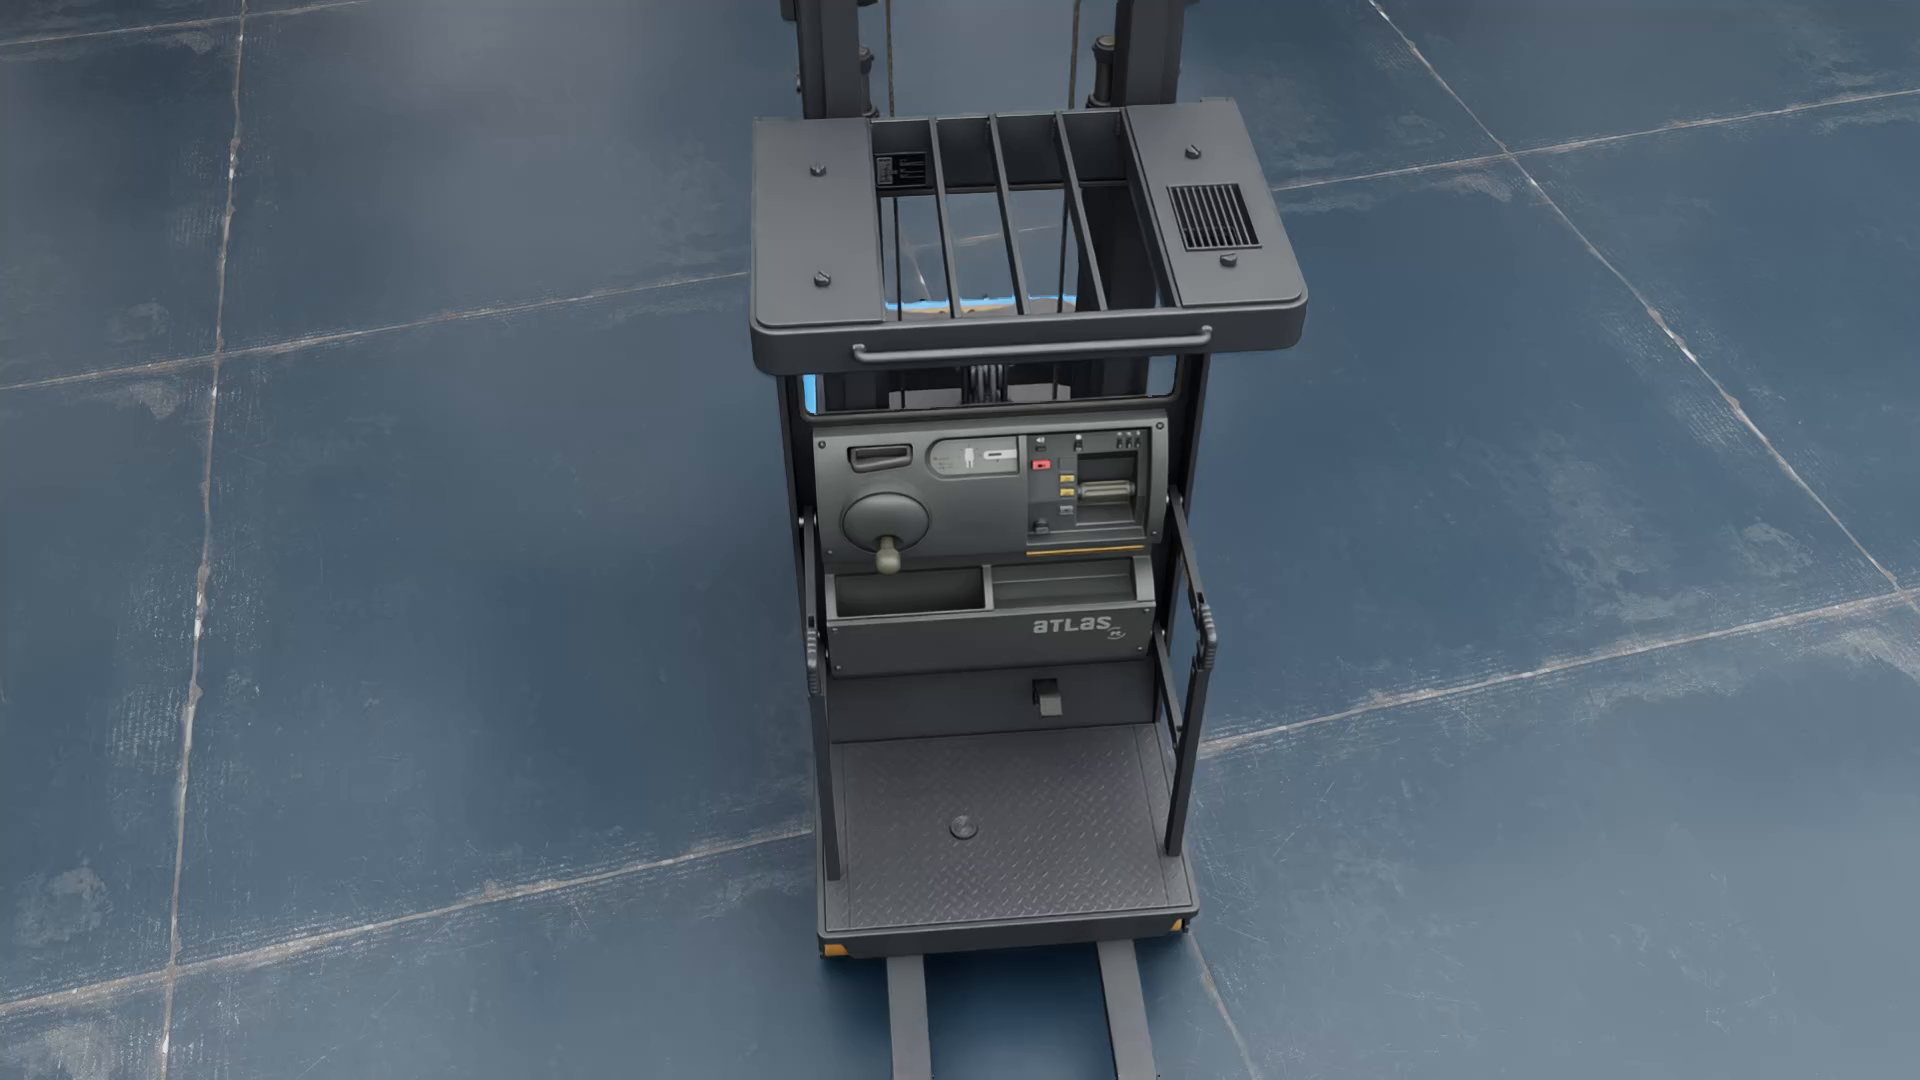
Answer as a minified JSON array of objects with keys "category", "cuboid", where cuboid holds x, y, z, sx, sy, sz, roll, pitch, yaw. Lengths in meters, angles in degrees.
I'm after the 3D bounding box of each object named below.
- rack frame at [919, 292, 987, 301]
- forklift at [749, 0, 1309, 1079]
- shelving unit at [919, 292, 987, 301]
[{"category":"rack frame","cuboid":[-0.025,-0.548,6.157,0.240,0.900,0.006,-3,46,-3]},{"category":"forklift","cuboid":[0.104,-0.031,4.228,1.130,2.935,3.031,-3,46,-3]},{"category":"shelving unit","cuboid":[-0.017,-0.476,6.086,0.258,0.900,0.210,-3,46,-3]}]
